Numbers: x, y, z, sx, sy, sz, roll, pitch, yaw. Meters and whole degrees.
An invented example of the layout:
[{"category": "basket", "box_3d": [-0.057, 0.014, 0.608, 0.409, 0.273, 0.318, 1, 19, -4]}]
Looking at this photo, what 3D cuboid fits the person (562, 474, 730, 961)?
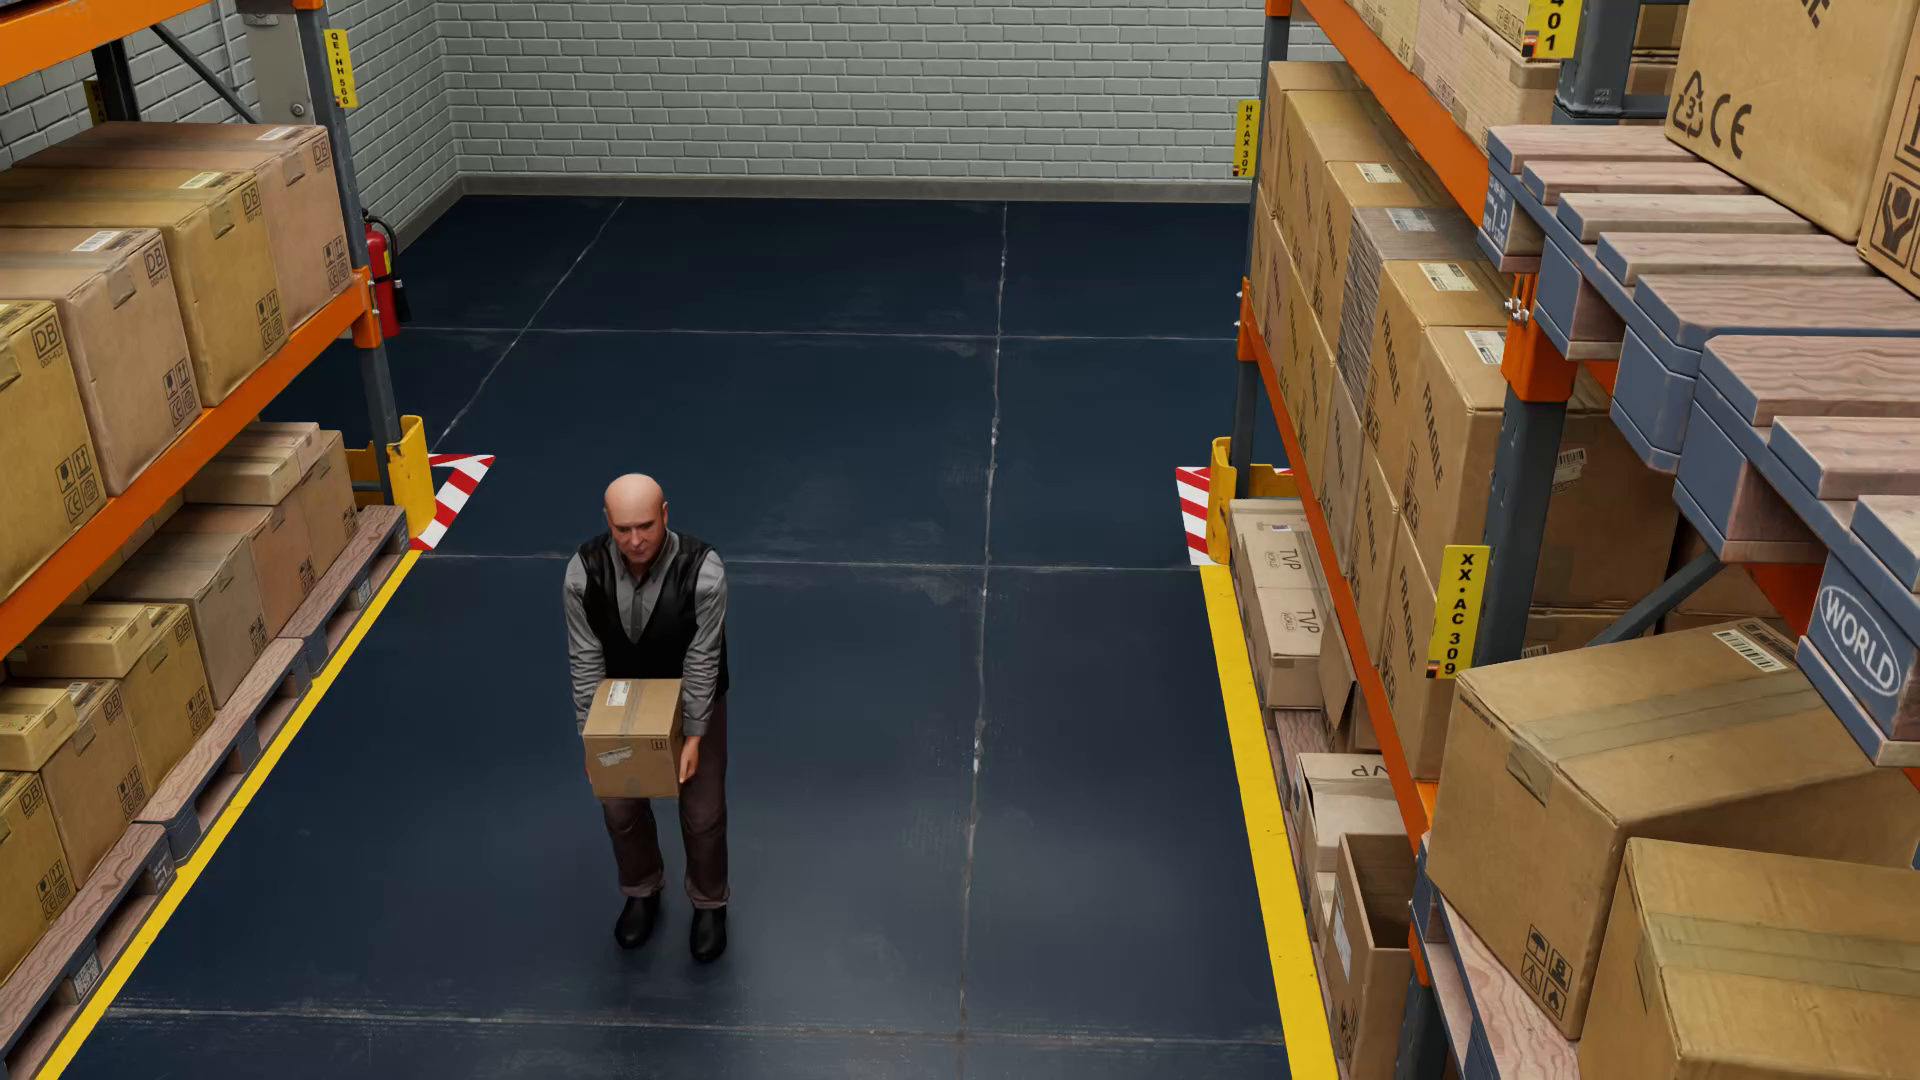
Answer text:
[{"category": "person", "box_3d": [-0.928, 0.560, 5.112, 0.486, 1.703, 0.557, 0, 28, 1]}]
